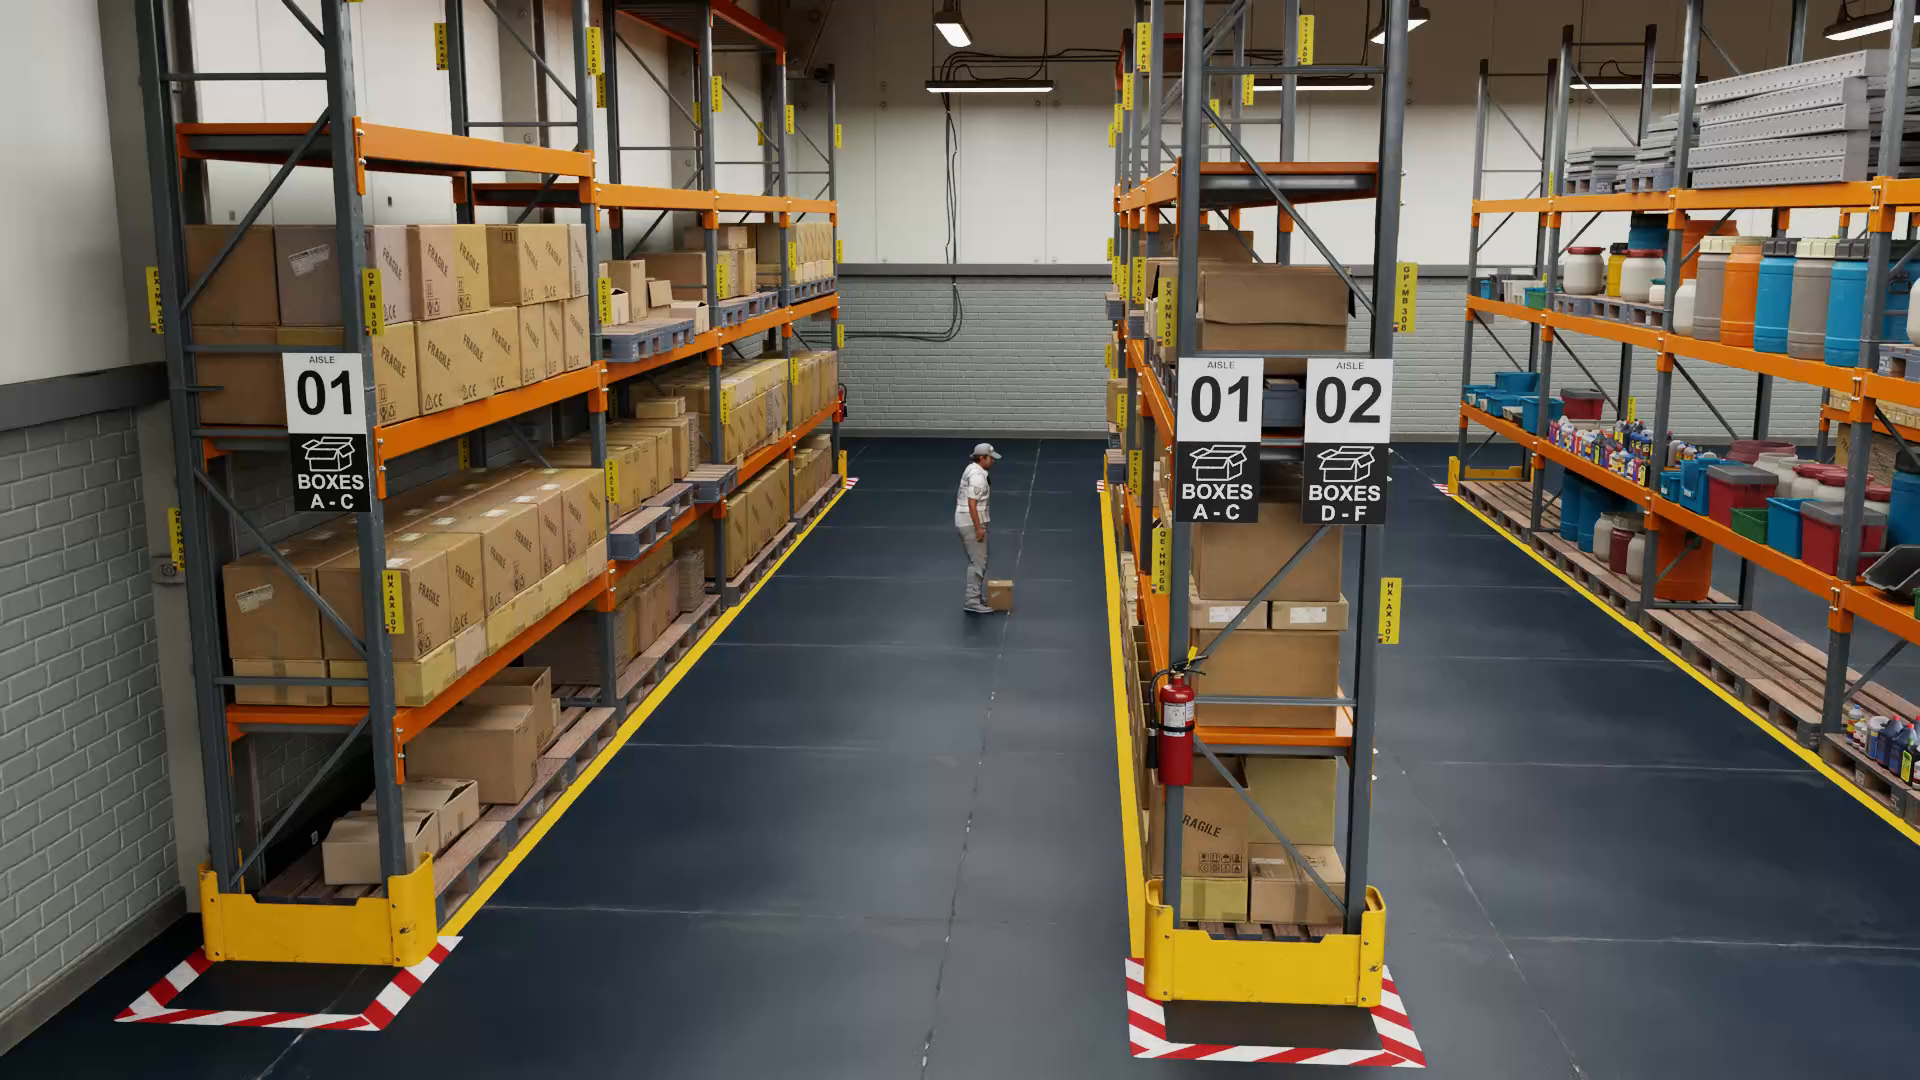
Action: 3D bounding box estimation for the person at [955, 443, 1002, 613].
[{"bbox_3d":[0.180,-0.137,16.629,0.469,1.665,0.560,0,11,0],"label":"person"}]
